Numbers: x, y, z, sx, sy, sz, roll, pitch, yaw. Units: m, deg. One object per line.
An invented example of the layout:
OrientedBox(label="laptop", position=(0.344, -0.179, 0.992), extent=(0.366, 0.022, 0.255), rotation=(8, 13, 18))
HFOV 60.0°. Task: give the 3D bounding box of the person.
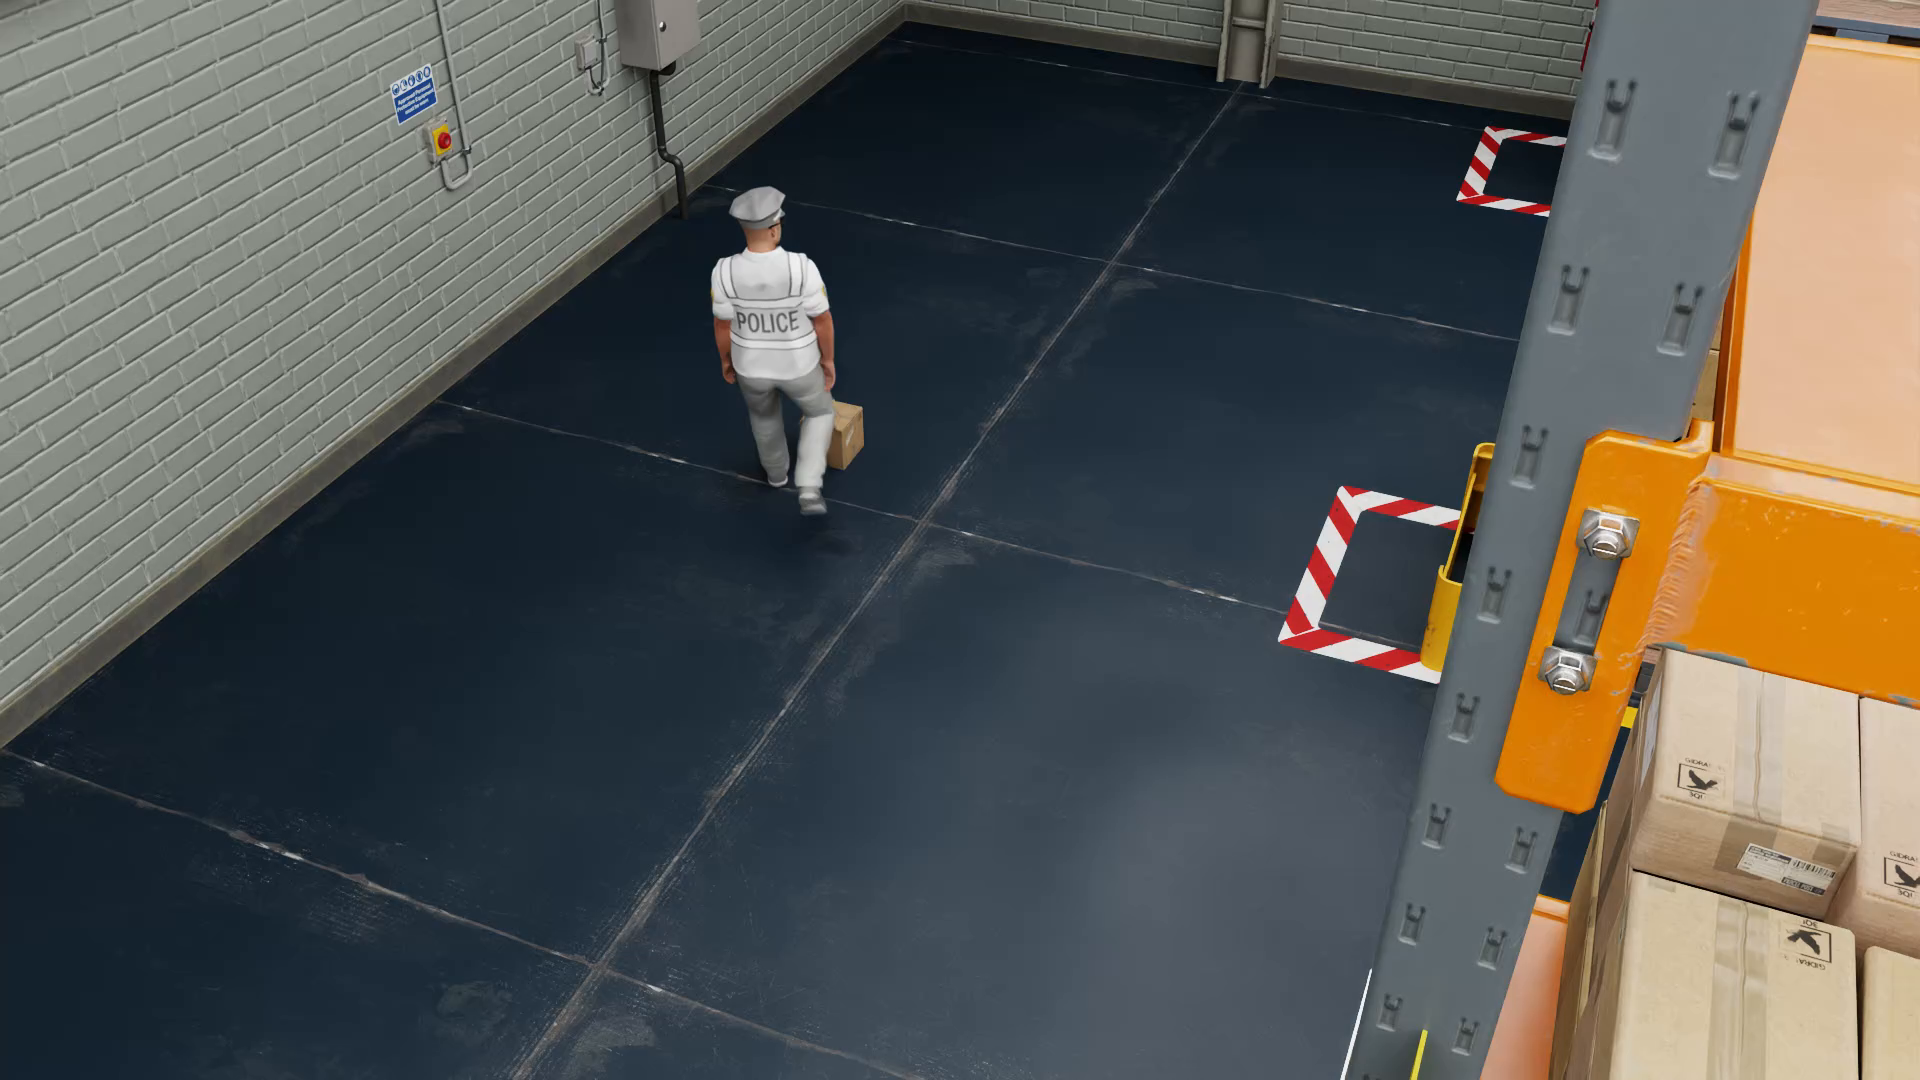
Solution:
OrientedBox(label="person", position=(-0.873, -0.906, 8.012), extent=(0.567, 1.723, 0.807), rotation=(1, 37, 2))
